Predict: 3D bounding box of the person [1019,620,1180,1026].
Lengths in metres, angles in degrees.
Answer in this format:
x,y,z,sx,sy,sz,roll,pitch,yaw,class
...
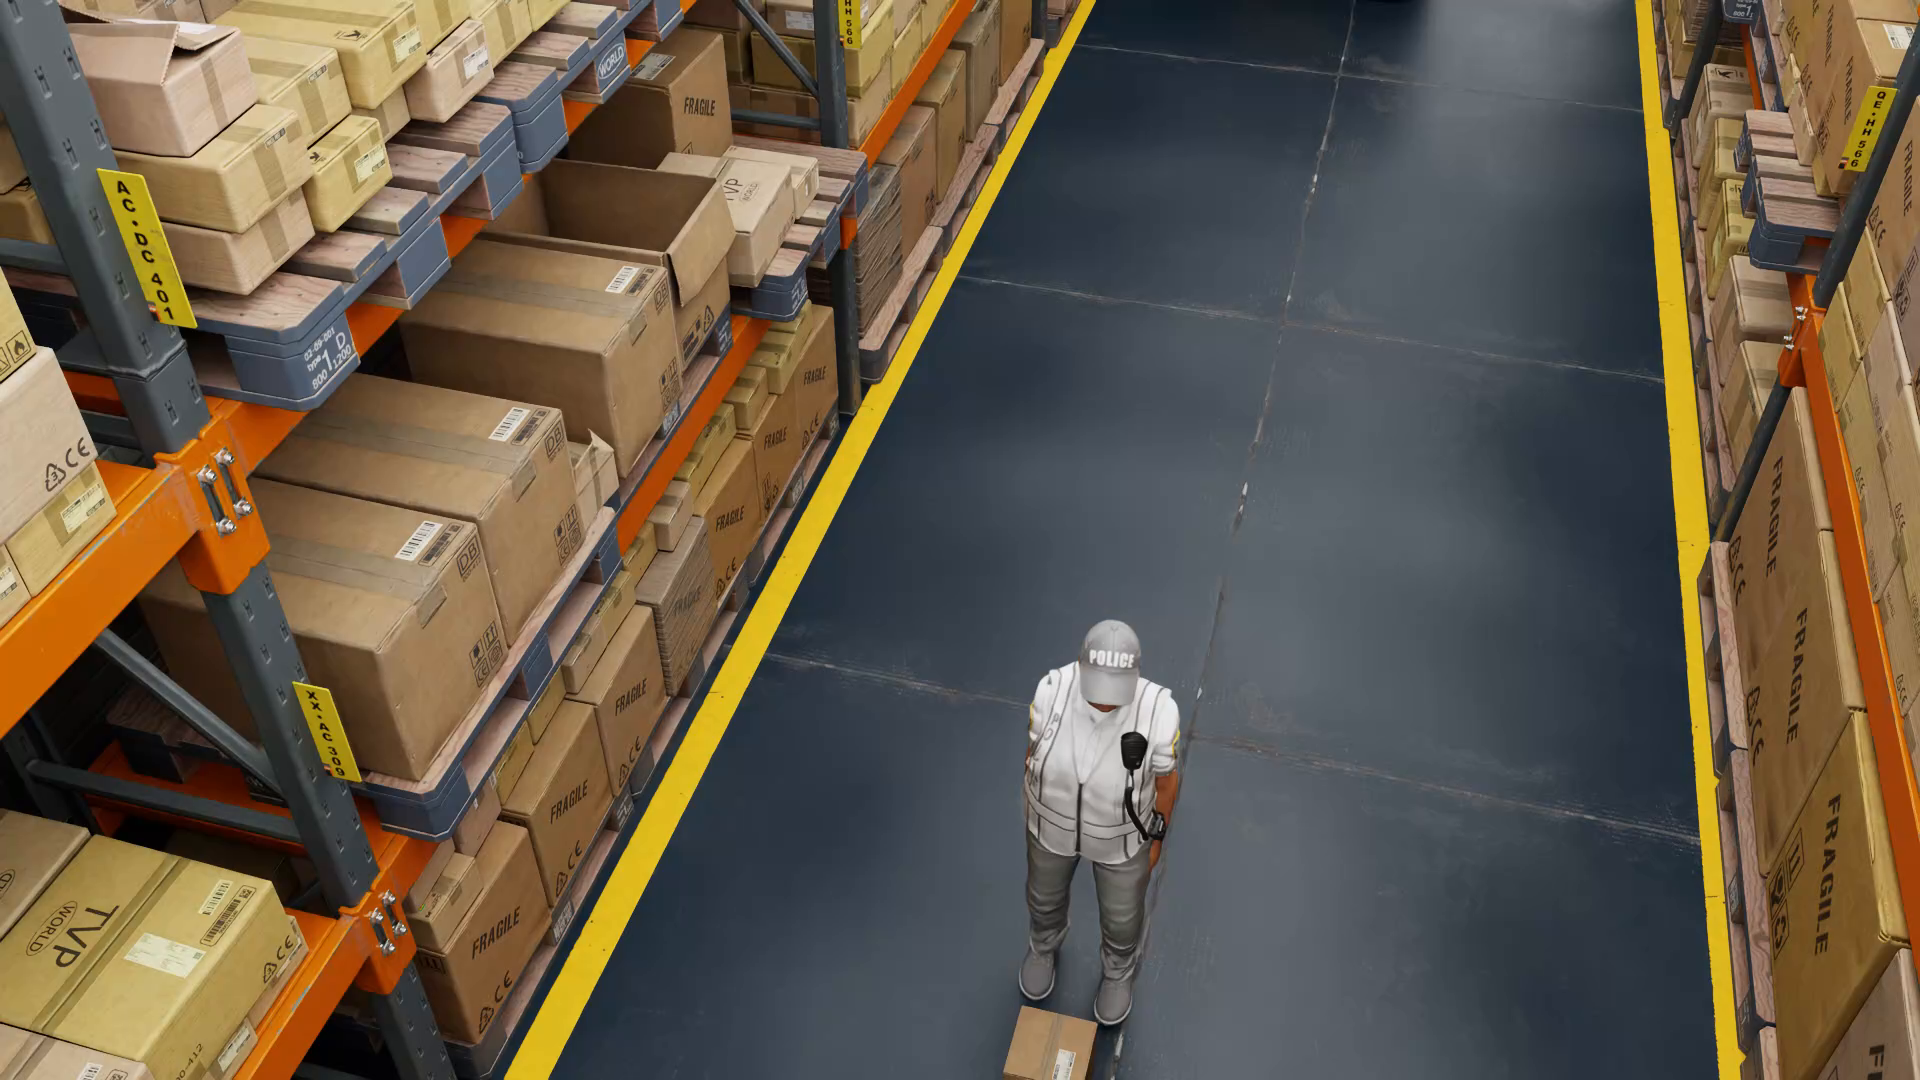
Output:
x,y,z,sx,sy,sz,roll,pitch,yaw,class
0.418,0.885,5.156,0.468,1.661,0.391,11,42,12,person
